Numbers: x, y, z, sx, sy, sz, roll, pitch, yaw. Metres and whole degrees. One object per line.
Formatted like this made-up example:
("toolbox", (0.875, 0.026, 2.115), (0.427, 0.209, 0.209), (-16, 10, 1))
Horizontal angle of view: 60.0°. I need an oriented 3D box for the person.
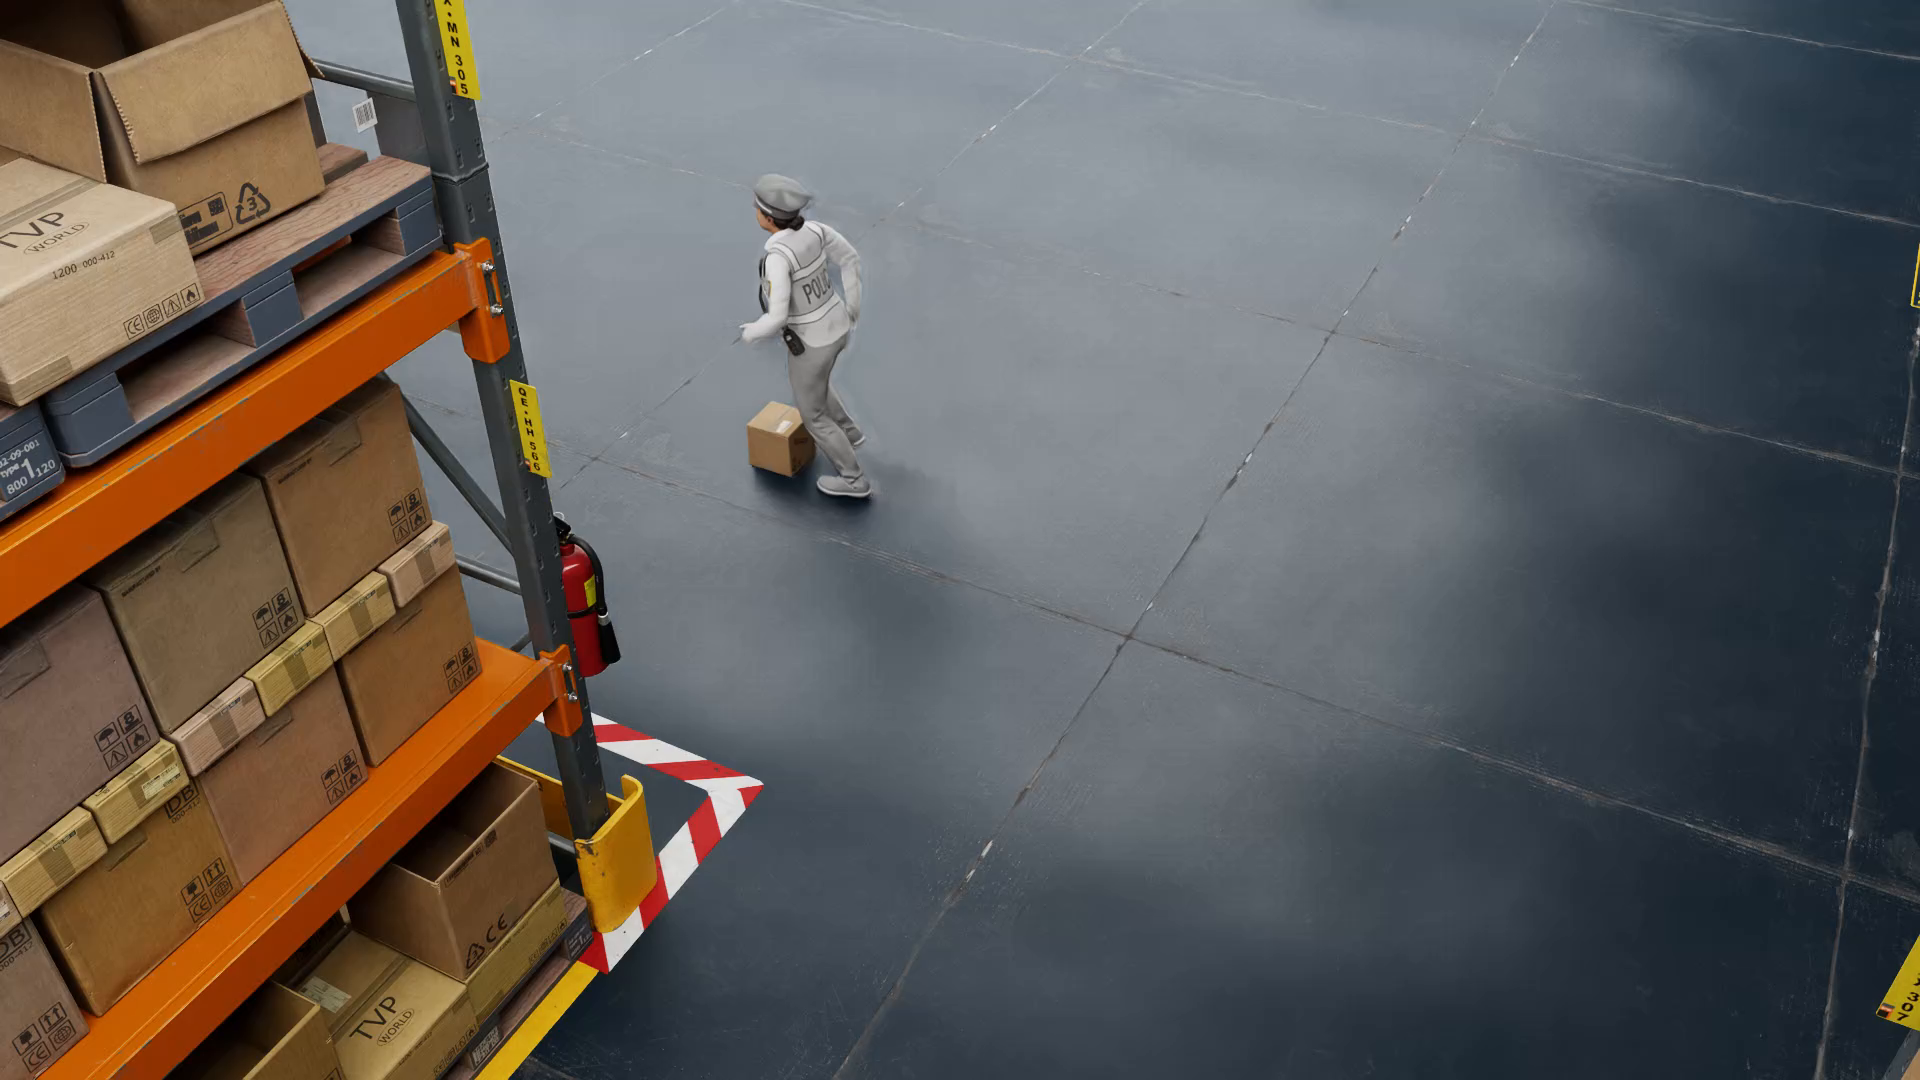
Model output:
("person", (-0.708, -0.984, 8.037), (0.645, 1.608, 0.645), (14, 40, 17))
